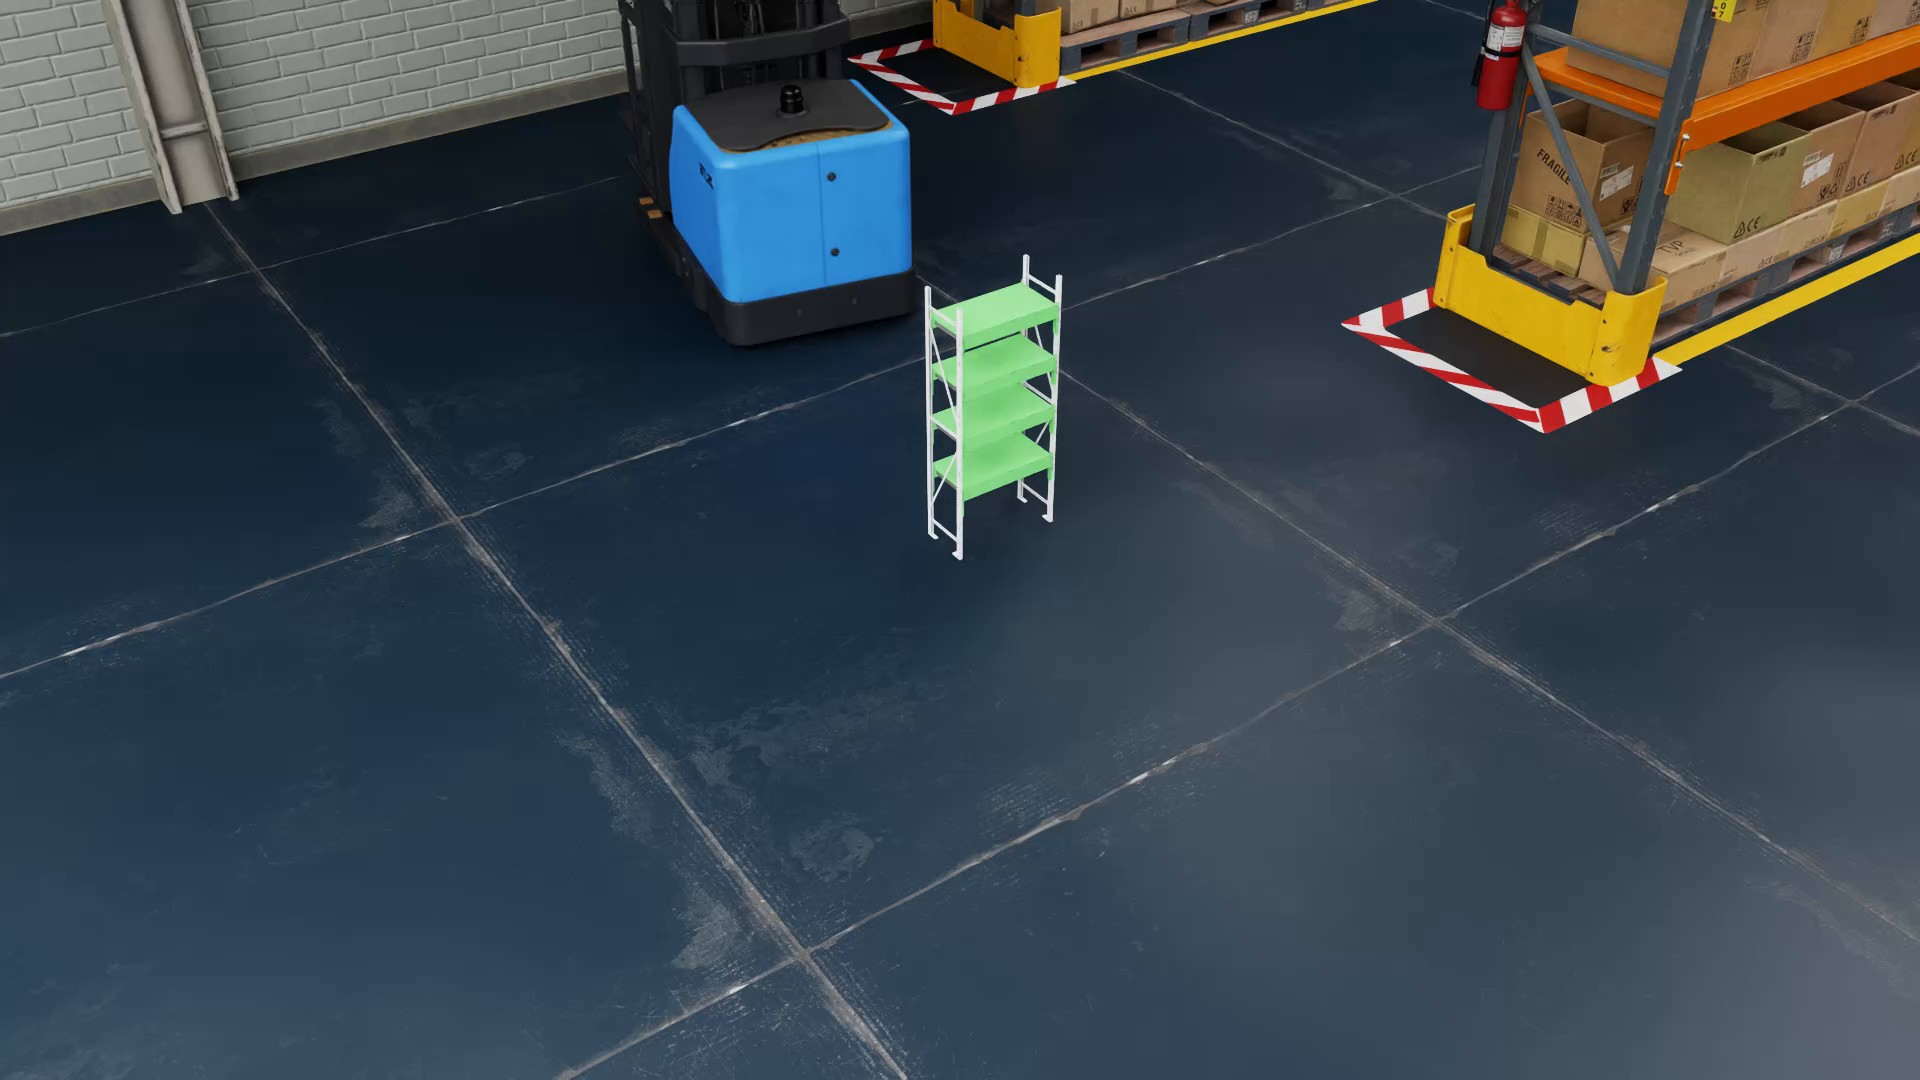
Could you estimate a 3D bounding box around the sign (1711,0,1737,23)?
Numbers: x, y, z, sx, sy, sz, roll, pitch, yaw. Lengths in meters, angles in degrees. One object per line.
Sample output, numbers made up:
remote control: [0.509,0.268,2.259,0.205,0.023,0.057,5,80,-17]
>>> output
sign: [3.360,-2.431,7.252,0.005,0.325,0.100,-22,41,-28]

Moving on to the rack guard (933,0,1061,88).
rack guard: [0.251,-3.688,11.950,0.348,0.500,1.175,-22,41,-28]

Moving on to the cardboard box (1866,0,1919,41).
cardboard box: [4.698,-3.028,8.806,0.500,0.500,0.700,-21,41,-27]

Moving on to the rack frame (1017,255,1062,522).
rack frame: [0.335,-0.625,7.091,0.015,1.200,0.240,-22,41,-28]

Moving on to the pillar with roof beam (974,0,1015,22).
pillar with roof beam: [2.743,-5.707,7.478,0.400,9.000,9.100,-22,41,-28]

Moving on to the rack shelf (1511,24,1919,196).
rack shelf: [4.680,-2.695,9.044,4.000,0.370,1.077,-22,41,-28]

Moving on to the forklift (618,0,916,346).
forklift: [-1.284,-3.037,8.962,1.130,2.935,3.031,-14,38,-19]

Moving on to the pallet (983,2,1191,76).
pallet: [0.935,-3.827,12.391,1.213,0.211,1.003,-22,41,-28]

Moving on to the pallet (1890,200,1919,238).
pallet: [5.641,-2.280,10.240,1.213,0.211,1.003,-22,41,-28]

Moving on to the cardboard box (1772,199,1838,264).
cardboard box: [4.427,-1.781,9.152,0.500,0.250,0.500,-22,41,-28]

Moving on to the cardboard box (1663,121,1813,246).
cardboard box: [4.020,-1.916,8.699,0.500,0.500,0.500,-22,41,-28]

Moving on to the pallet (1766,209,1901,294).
pallet: [4.643,-1.868,9.666,1.213,0.211,1.003,-22,41,-28]

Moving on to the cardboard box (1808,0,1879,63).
cardboard box: [4.270,-2.849,8.557,0.500,0.500,0.700,-22,41,-28]

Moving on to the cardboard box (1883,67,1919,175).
cardboard box: [5.240,-2.426,9.407,0.500,0.500,0.500,-22,41,-28]

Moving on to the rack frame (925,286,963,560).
rack frame: [-0.064,-0.461,6.863,0.015,1.200,0.240,-22,41,-28]

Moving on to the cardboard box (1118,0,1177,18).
cardboard box: [1.272,-4.146,12.372,0.500,0.311,0.500,-19,40,-24]

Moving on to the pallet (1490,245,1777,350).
pallet: [3.646,-1.460,9.099,1.213,0.211,1.003,-22,41,-28]

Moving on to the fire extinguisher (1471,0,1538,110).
fire extinguisher: [2.681,-2.465,8.175,0.183,0.674,0.296,-22,41,-28]

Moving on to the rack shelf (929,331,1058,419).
rack shelf: [0.135,-0.686,6.874,0.480,0.148,0.258,-22,41,-28]

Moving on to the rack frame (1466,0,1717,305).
rack frame: [3.045,-2.314,7.899,0.127,3.000,1.000,-22,41,-28]

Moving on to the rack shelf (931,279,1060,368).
rack shelf: [0.135,-0.881,6.734,0.480,0.148,0.258,-22,41,-28]

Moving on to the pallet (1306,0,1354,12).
pallet: [2.930,-4.648,13.532,1.213,0.211,1.003,-22,41,-28]

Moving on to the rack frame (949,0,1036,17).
rack frame: [0.189,-4.677,11.185,0.127,3.000,1.000,-22,41,-28]

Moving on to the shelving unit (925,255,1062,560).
shelving unit: [0.135,-0.543,6.977,0.503,1.200,0.258,-22,41,-28]

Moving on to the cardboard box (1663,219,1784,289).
cardboard box: [4.019,-1.613,8.919,0.500,0.250,0.500,-22,41,-28]

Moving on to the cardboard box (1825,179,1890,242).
cardboard box: [4.839,-1.947,9.383,0.500,0.250,0.500,-22,41,-28]

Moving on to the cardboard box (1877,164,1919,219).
cardboard box: [5.247,-2.115,9.617,0.500,0.250,0.500,-22,41,-28]

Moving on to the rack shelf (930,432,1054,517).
rack shelf: [0.135,-0.296,7.155,0.480,0.148,0.258,-22,41,-28]

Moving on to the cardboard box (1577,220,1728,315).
cardboard box: [3.612,-1.443,8.682,0.500,0.250,0.500,-22,41,-28]

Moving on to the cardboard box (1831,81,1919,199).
cardboard box: [4.840,-2.251,9.163,0.500,0.500,0.500,-22,41,-28]

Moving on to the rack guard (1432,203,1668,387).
rack guard: [3.026,-1.292,8.618,0.348,0.500,1.175,-22,41,-28]

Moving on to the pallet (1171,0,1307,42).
pallet: [1.932,-4.235,12.958,1.213,0.211,1.003,-22,41,-28]

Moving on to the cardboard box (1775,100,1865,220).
cardboard box: [4.421,-2.091,8.941,0.500,0.500,0.500,-22,41,-28]

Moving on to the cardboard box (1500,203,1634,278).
cardboard box: [3.314,-1.690,9.026,0.500,0.250,0.500,-22,41,-28]

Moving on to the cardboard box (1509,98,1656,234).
cardboard box: [3.312,-1.996,8.809,0.500,0.500,0.500,-22,41,-28]

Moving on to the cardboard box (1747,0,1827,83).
cardboard box: [3.861,-2.685,8.329,0.500,0.500,0.700,-21,41,-27]

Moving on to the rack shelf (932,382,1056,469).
rack shelf: [0.135,-0.491,7.014,0.480,0.148,0.258,-22,41,-28]

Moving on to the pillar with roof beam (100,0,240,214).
pillar with roof beam: [-2.162,-3.688,4.671,0.400,9.000,9.100,-22,41,-28]

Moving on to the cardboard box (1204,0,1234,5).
cardboard box: [1.901,-4.446,12.626,0.500,0.500,0.700,-25,43,-31]

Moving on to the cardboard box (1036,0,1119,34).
cardboard box: [0.806,-3.954,12.105,0.500,0.311,0.500,-28,44,-33]

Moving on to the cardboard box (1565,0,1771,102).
cardboard box: [3.434,-2.506,8.080,0.500,0.500,0.700,-22,41,-28]
